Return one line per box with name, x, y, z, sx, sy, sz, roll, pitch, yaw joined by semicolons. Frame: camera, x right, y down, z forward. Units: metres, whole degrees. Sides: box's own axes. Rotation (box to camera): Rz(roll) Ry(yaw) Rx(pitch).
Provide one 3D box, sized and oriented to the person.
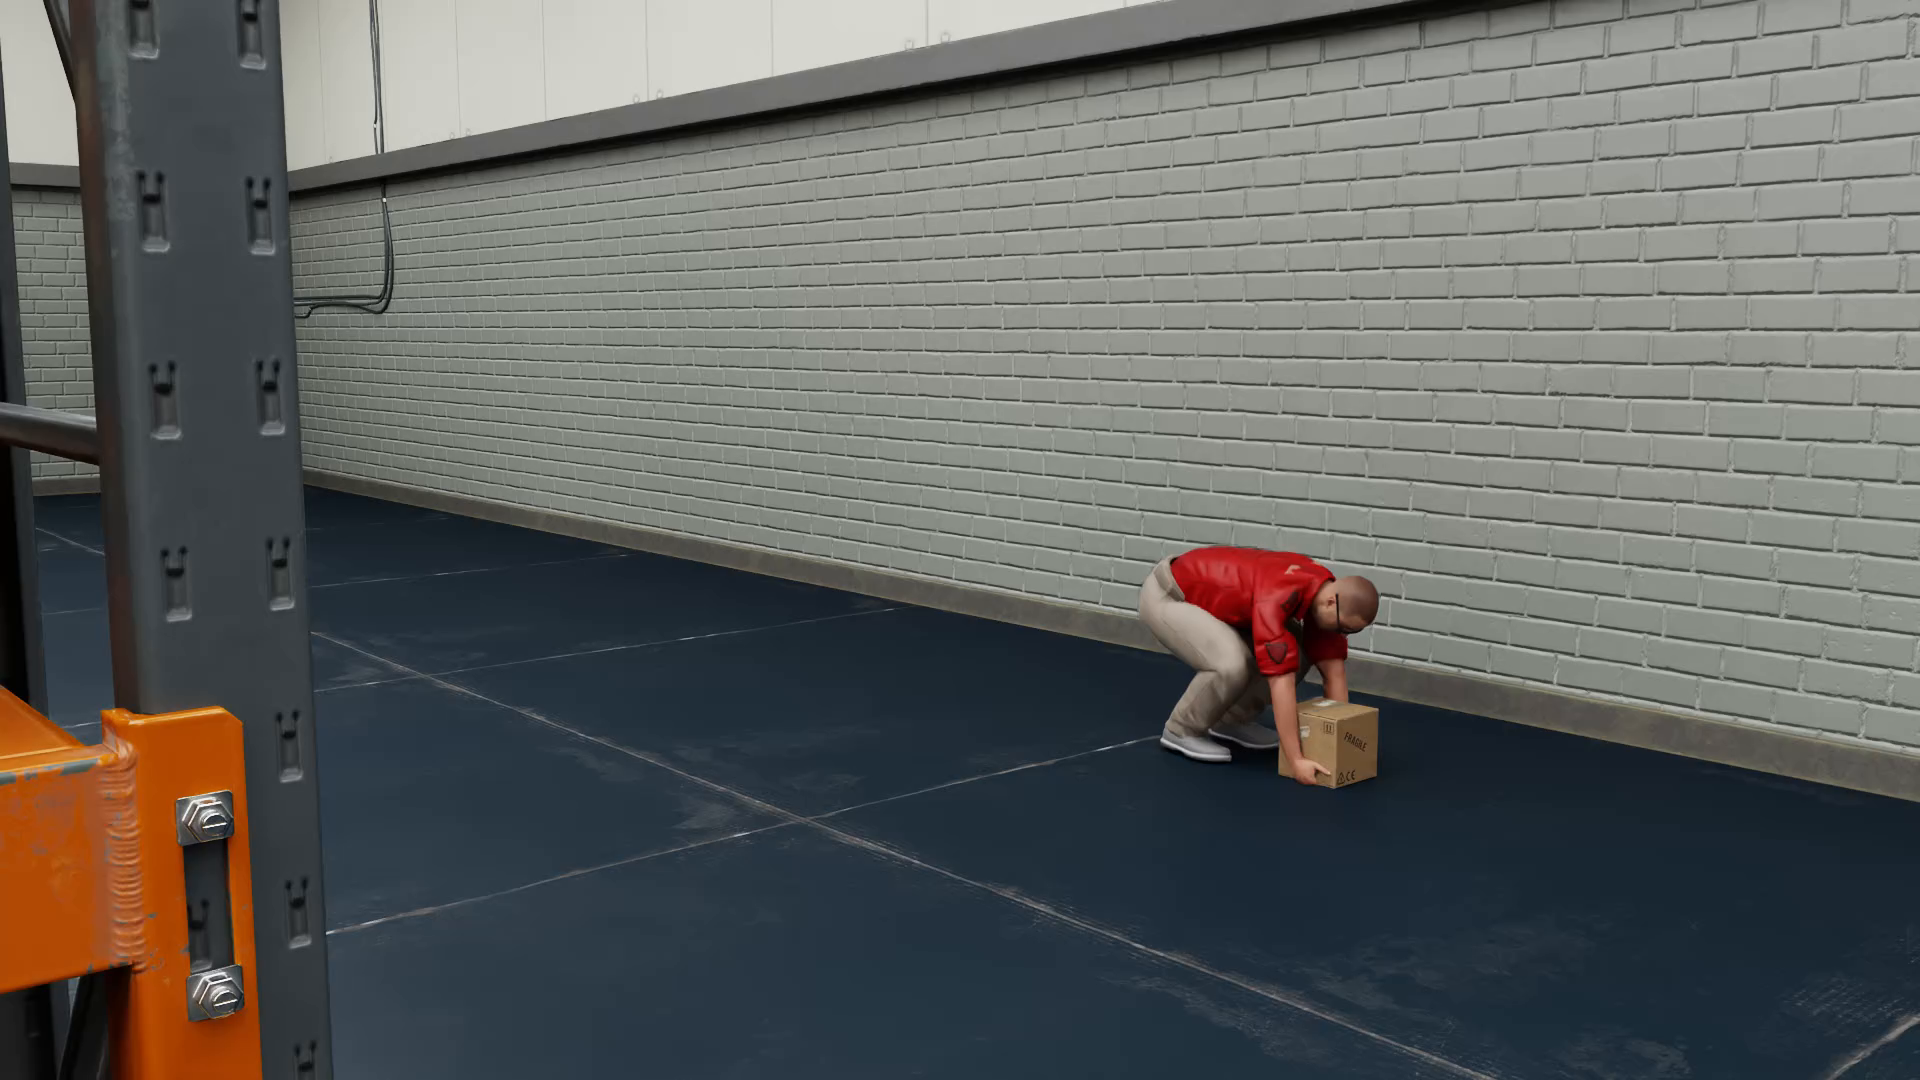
person;1.117;0.436;6.196;0.536;0.814;0.954;-7;10;-43
